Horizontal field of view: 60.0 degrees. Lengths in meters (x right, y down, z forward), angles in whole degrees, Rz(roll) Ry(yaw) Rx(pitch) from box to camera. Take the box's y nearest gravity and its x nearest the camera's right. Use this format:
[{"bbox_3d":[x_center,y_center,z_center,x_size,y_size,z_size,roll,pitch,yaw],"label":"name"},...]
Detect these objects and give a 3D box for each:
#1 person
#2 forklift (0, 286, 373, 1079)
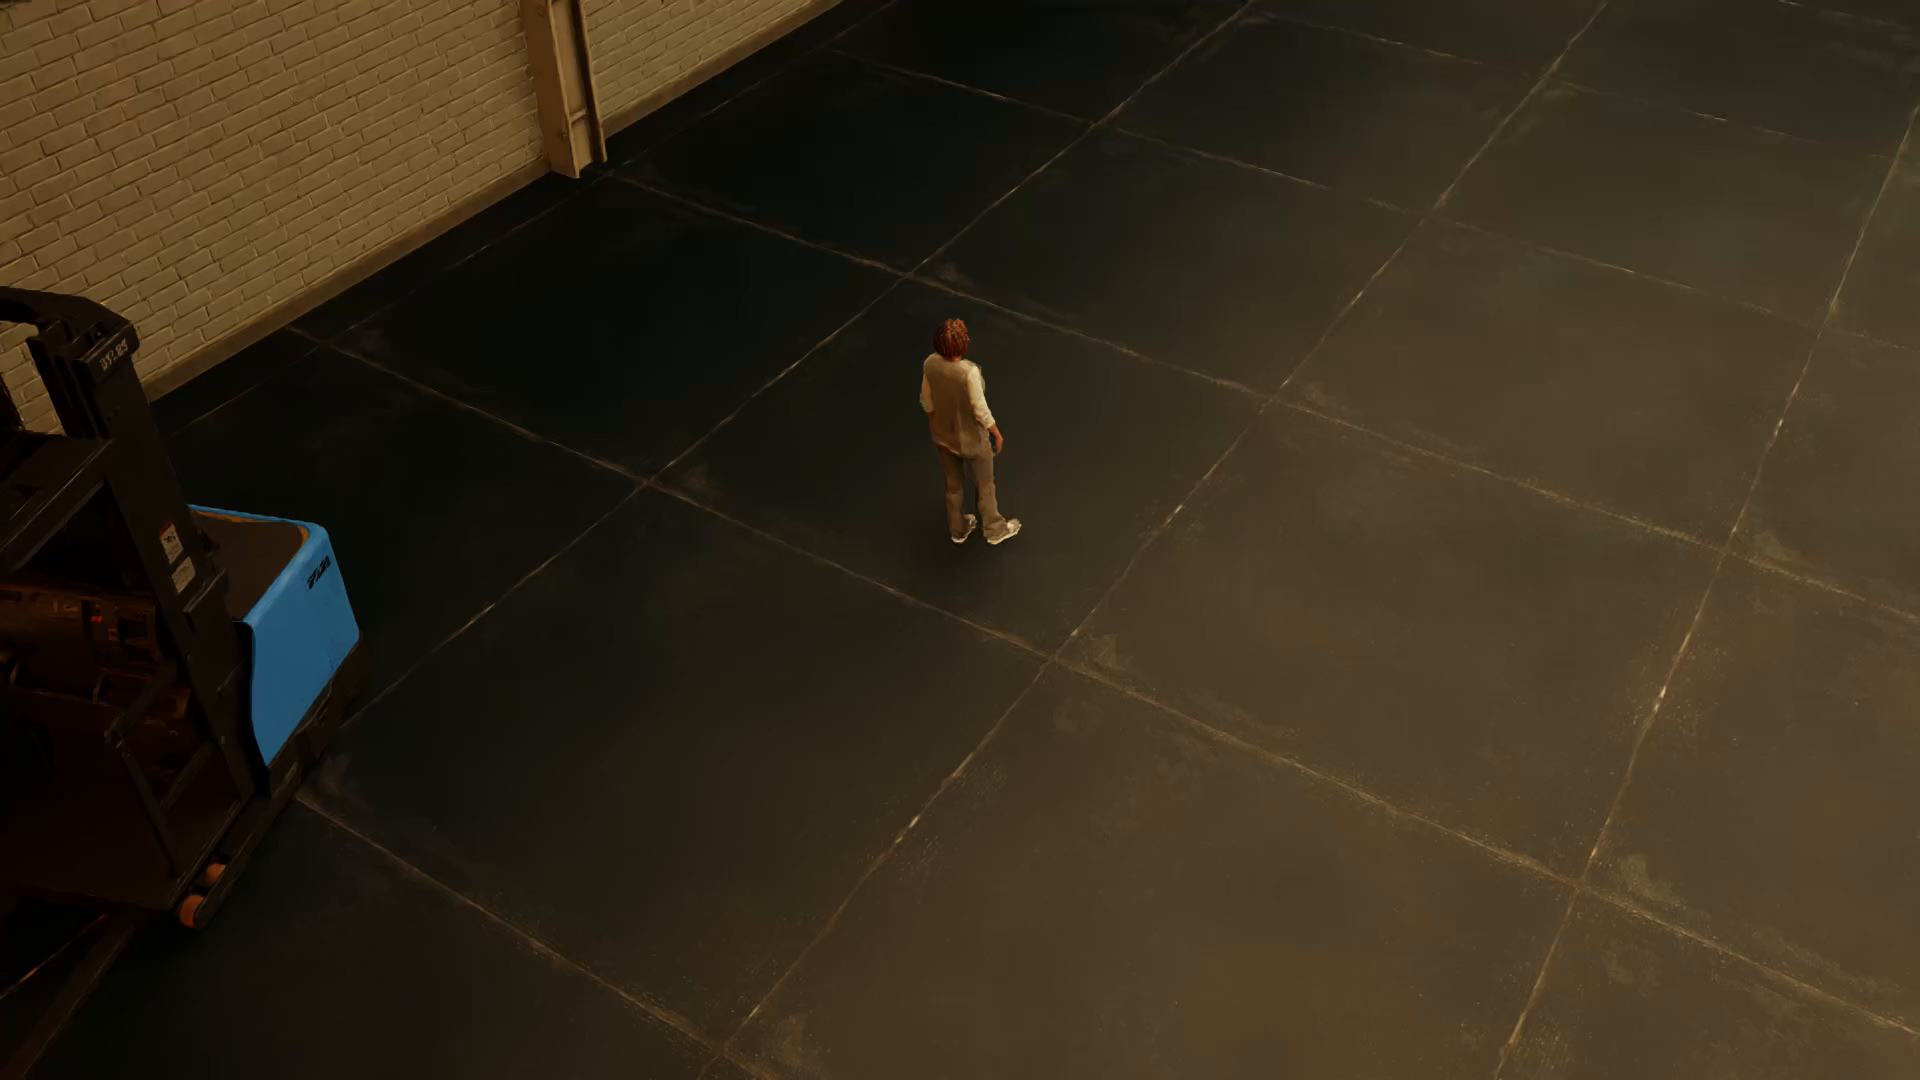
[{"bbox_3d":[0.051,-0.643,9.761,0.521,1.578,0.474,22,45,24],"label":"person"},{"bbox_3d":[-4.098,0.483,7.397,1.130,2.935,3.031,8,41,9],"label":"forklift"}]
